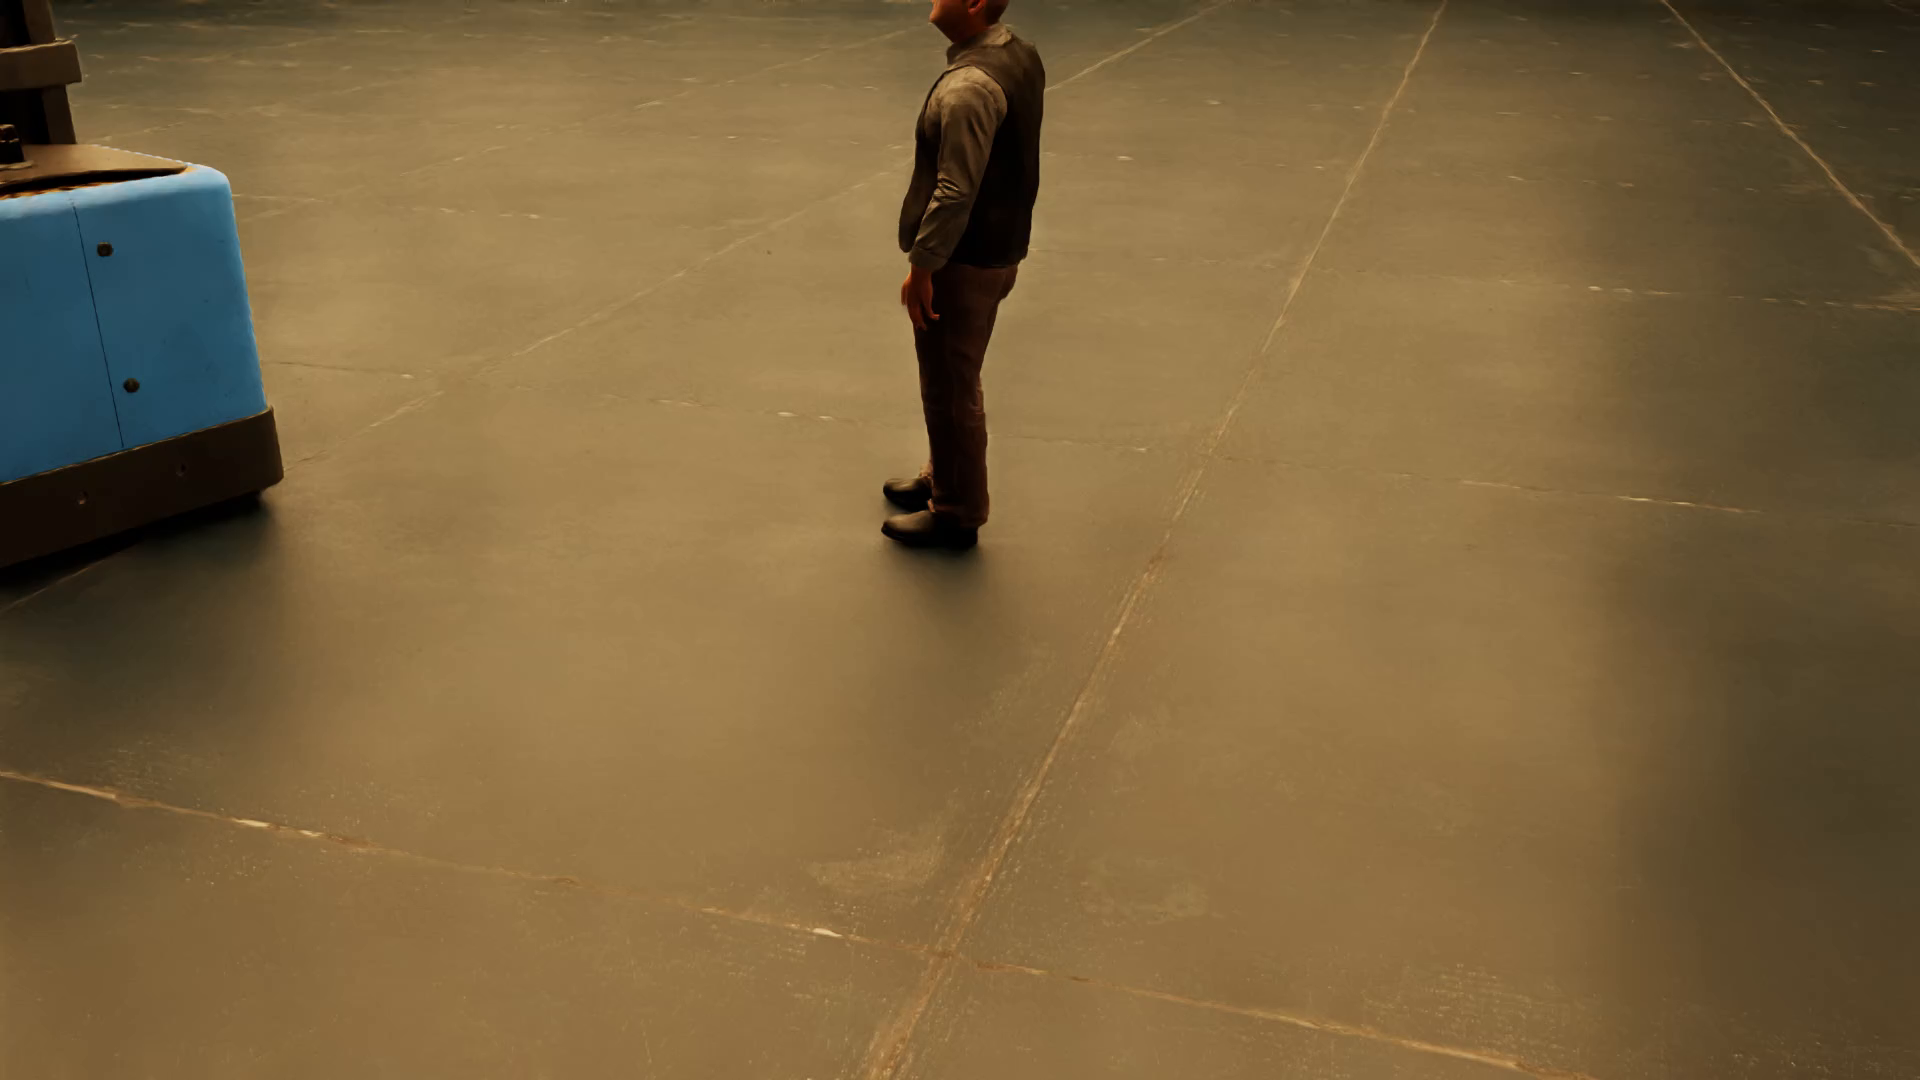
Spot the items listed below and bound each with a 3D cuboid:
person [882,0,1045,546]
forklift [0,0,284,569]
[{"bbox_3d":[-0.057,-0.812,4.814,0.567,1.720,0.632,7,23,16],"label":"person"},{"bbox_3d":[-3.683,-1.681,5.352,3.031,2.935,1.130,16,27,34],"label":"forklift"}]
